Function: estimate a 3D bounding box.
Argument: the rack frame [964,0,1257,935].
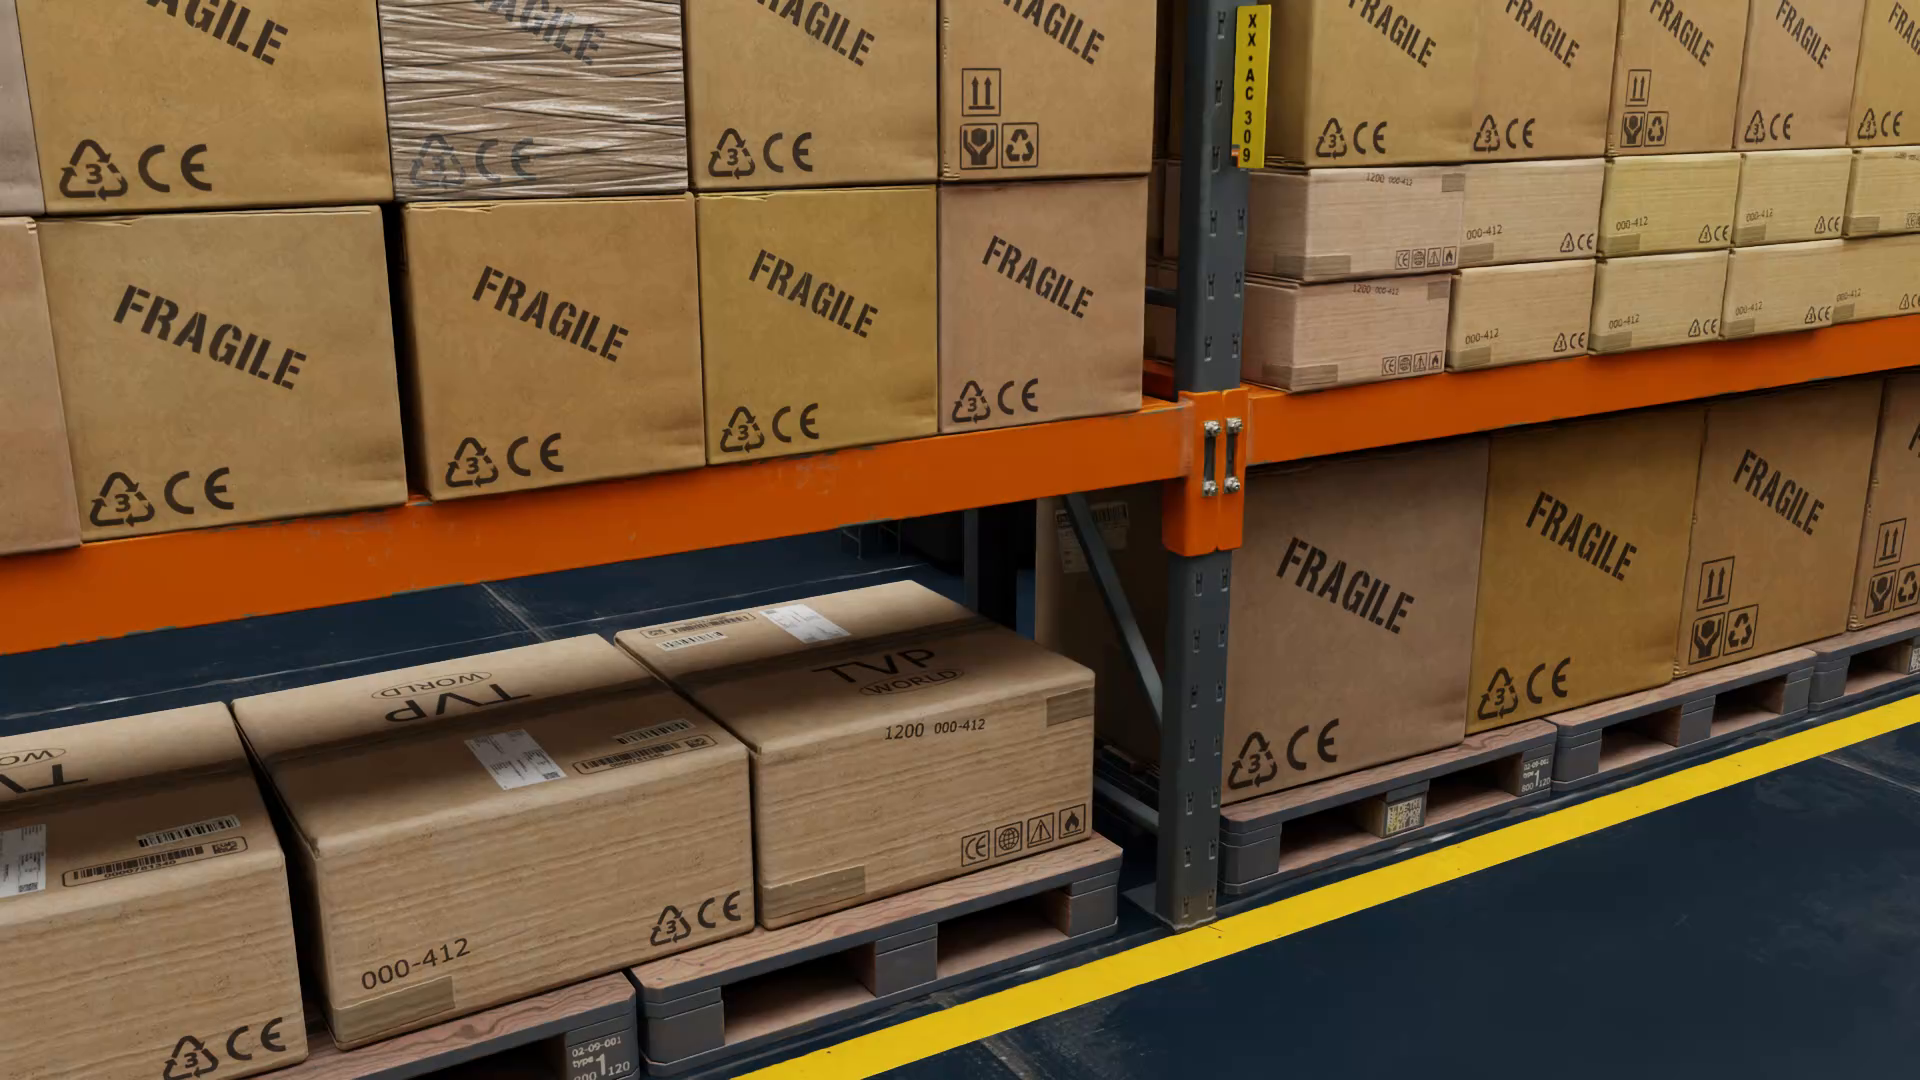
[{"bbox_3d":[0.318,-0.615,4.048,0.127,3.000,1.000,-9,18,-30],"label":"rack frame"}]

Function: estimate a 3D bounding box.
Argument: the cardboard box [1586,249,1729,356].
[{"bbox_3d":[1.721,-0.683,4.567,0.500,0.250,0.500,-9,18,-30],"label":"cardboard box"}]

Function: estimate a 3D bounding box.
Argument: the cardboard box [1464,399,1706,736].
[{"bbox_3d":[1.578,-0.027,5.106,0.875,0.875,0.875,-9,18,-28],"label":"cardboard box"}]

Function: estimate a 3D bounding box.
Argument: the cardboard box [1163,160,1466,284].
[{"bbox_3d":[0.840,-0.780,3.986,0.500,0.250,0.500,-10,18,-31],"label":"cardboard box"}]

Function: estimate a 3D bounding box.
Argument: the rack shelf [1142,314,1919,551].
[{"bbox_3d":[2.032,-0.547,5.137,4.000,0.370,1.077,-9,18,-30],"label":"rack shelf"}]

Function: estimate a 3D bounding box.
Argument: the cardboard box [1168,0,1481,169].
[{"bbox_3d":[0.843,-1.140,3.880,0.500,0.500,0.500,-9,18,-29],"label":"cardboard box"}]

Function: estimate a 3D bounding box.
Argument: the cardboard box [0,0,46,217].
[{"bbox_3d":[-1.676,-0.737,2.442,0.500,0.500,0.500,-9,18,-30],"label":"cardboard box"}]

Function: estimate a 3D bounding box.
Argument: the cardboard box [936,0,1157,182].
[{"bbox_3d":[0.056,-1.015,3.437,0.500,0.500,0.500,-9,18,-30],"label":"cardboard box"}]

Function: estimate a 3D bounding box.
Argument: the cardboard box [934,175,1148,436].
[{"bbox_3d":[0.052,-0.540,3.593,0.500,0.500,0.500,-9,18,-29],"label":"cardboard box"}]

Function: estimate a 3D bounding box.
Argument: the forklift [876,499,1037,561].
[{"bbox_3d":[1.066,-1.549,7.506,3.031,2.935,1.130,-7,17,-25],"label":"forklift"}]

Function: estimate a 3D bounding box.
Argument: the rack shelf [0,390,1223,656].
[{"bbox_3d":[-1.396,0.009,3.153,4.000,0.370,1.077,-9,18,-30],"label":"rack shelf"}]

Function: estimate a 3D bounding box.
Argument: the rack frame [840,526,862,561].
[{"bbox_3d":[-0.473,-0.518,7.035,0.006,1.200,0.240,-7,17,-25],"label":"rack frame"}]

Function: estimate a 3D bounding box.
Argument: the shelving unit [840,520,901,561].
[{"bbox_3d":[-0.391,-0.529,7.073,0.189,1.200,0.258,-7,17,-25],"label":"shelving unit"}]

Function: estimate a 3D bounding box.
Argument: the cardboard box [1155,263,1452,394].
[{"bbox_3d":[0.831,-0.543,4.068,0.500,0.250,0.500,-10,18,-31],"label":"cardboard box"}]

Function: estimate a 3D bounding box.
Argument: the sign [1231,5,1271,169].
[{"bbox_3d":[0.605,-0.942,3.463,0.005,0.325,0.100,-9,18,-30],"label":"sign"}]

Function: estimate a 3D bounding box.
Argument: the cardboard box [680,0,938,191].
[{"bbox_3d":[-0.383,-0.947,3.192,0.500,0.500,0.500,-10,18,-31],"label":"cardboard box"}]

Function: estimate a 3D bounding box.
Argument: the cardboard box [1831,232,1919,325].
[{"bbox_3d":[2.577,-0.828,5.084,0.500,0.250,0.500,-9,18,-30],"label":"cardboard box"}]

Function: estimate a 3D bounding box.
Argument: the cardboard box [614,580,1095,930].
[{"bbox_3d":[-0.276,0.479,4.114,0.875,0.438,0.875,-10,18,-31],"label":"cardboard box"}]

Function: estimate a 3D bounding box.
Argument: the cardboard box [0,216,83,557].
[{"bbox_3d":[-1.687,-0.251,2.563,0.500,0.500,0.500,-9,18,-30],"label":"cardboard box"}]

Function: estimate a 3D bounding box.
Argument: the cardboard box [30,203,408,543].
[{"bbox_3d":[-1.266,-0.325,2.825,0.500,0.500,0.500,-9,18,-28],"label":"cardboard box"}]

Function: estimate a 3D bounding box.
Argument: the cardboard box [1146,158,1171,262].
[{"bbox_3d":[0.571,-0.901,4.420,0.500,0.250,0.500,-9,18,-30],"label":"cardboard box"}]

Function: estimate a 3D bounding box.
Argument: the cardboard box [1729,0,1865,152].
[{"bbox_3d":[2.136,-1.359,4.664,0.500,0.500,0.500,-10,18,-31],"label":"cardboard box"}]

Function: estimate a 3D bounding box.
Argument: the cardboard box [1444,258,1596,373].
[{"bbox_3d":[1.274,-0.616,4.326,0.500,0.250,0.500,-10,18,-31],"label":"cardboard box"}]

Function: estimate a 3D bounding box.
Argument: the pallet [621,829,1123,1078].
[{"bbox_3d":[-0.374,0.815,4.112,1.213,0.211,1.003,-9,18,-30],"label":"pallet"}]

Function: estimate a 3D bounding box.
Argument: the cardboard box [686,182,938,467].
[{"bbox_3d":[-0.386,-0.467,3.334,0.500,0.500,0.500,-10,18,-31],"label":"cardboard box"}]

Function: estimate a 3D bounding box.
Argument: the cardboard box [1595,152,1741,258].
[{"bbox_3d":[1.719,-0.923,4.496,0.500,0.250,0.500,-9,18,-29],"label":"cardboard box"}]

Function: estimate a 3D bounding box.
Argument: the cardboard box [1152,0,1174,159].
[{"bbox_3d":[0.572,-1.265,4.328,0.500,0.500,0.500,-9,18,-28],"label":"cardboard box"}]

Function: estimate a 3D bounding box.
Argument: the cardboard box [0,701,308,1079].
[{"bbox_3d":[-1.816,0.728,3.224,0.875,0.438,0.875,-9,18,-28],"label":"cardboard box"}]

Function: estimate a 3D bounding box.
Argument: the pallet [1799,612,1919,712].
[{"bbox_3d":[3.032,0.263,6.079,1.213,0.211,1.003,-9,18,-30],"label":"pallet"}]

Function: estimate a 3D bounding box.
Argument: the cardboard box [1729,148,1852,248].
[{"bbox_3d":[2.151,-0.994,4.748,0.500,0.250,0.500,-10,18,-31],"label":"cardboard box"}]

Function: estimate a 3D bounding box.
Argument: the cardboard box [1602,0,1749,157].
[{"bbox_3d":[1.696,-1.286,4.402,0.500,0.500,0.500,-10,18,-31],"label":"cardboard box"}]

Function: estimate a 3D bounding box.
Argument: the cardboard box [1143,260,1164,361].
[{"bbox_3d":[0.573,-0.664,4.498,0.500,0.250,0.500,-10,18,-31],"label":"cardboard box"}]

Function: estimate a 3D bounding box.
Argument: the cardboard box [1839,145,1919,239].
[{"bbox_3d":[2.596,-1.066,5.006,0.500,0.250,0.500,-10,18,-31],"label":"cardboard box"}]

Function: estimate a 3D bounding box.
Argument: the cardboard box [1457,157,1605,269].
[{"bbox_3d":[1.273,-0.859,4.268,0.500,0.250,0.500,-9,18,-29],"label":"cardboard box"}]

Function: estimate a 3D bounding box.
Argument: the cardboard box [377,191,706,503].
[{"bbox_3d":[-0.810,-0.394,3.072,0.500,0.500,0.500,-10,18,-31],"label":"cardboard box"}]

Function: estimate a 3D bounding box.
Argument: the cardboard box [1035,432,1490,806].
[{"bbox_3d":[0.808,0.101,4.651,0.875,0.875,0.875,-9,18,-28],"label":"cardboard box"}]

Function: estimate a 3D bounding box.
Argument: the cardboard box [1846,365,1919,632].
[{"bbox_3d":[3.112,-0.274,5.987,0.875,0.875,0.875,-9,18,-30],"label":"cardboard box"}]

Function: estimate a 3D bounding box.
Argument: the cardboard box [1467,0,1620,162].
[{"bbox_3d":[1.265,-1.217,4.155,0.500,0.500,0.500,-9,18,-30],"label":"cardboard box"}]

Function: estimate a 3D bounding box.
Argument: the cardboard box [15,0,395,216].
[{"bbox_3d":[-1.249,-0.806,2.690,0.500,0.500,0.500,-9,18,-29],"label":"cardboard box"}]

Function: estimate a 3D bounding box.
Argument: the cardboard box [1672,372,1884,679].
[{"bbox_3d":[2.345,-0.151,5.549,0.875,0.875,0.875,-9,18,-29],"label":"cardboard box"}]

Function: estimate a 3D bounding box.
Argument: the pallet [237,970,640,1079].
[{"bbox_3d":[-1.421,0.986,3.503,1.213,0.211,1.003,-9,18,-30],"label":"pallet"}]

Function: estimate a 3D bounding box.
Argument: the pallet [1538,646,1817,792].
[{"bbox_3d":[1.987,0.432,5.478,1.213,0.211,1.003,-9,18,-30],"label":"pallet"}]

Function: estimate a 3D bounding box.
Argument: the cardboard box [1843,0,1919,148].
[{"bbox_3d":[2.574,-1.428,4.908,0.500,0.500,0.500,-9,18,-30],"label":"cardboard box"}]

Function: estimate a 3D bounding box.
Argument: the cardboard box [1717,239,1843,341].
[{"bbox_3d":[2.155,-0.750,4.807,0.500,0.250,0.500,-10,18,-31],"label":"cardboard box"}]

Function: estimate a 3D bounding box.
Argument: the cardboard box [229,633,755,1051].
[{"bbox_3d":[-1.043,0.603,3.670,0.875,0.438,0.875,-10,18,-31],"label":"cardboard box"}]

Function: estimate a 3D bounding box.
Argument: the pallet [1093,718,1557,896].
[{"bbox_3d":[0.941,0.603,4.869,1.213,0.211,1.003,-9,18,-30],"label":"pallet"}]

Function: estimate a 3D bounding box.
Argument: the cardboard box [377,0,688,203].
[{"bbox_3d":[-0.815,-0.874,2.932,0.500,0.500,0.500,-9,18,-29],"label":"cardboard box"}]

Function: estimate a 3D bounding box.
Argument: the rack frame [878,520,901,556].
[{"bbox_3d":[-0.308,-0.539,7.111,0.006,1.200,0.240,-7,17,-25],"label":"rack frame"}]
